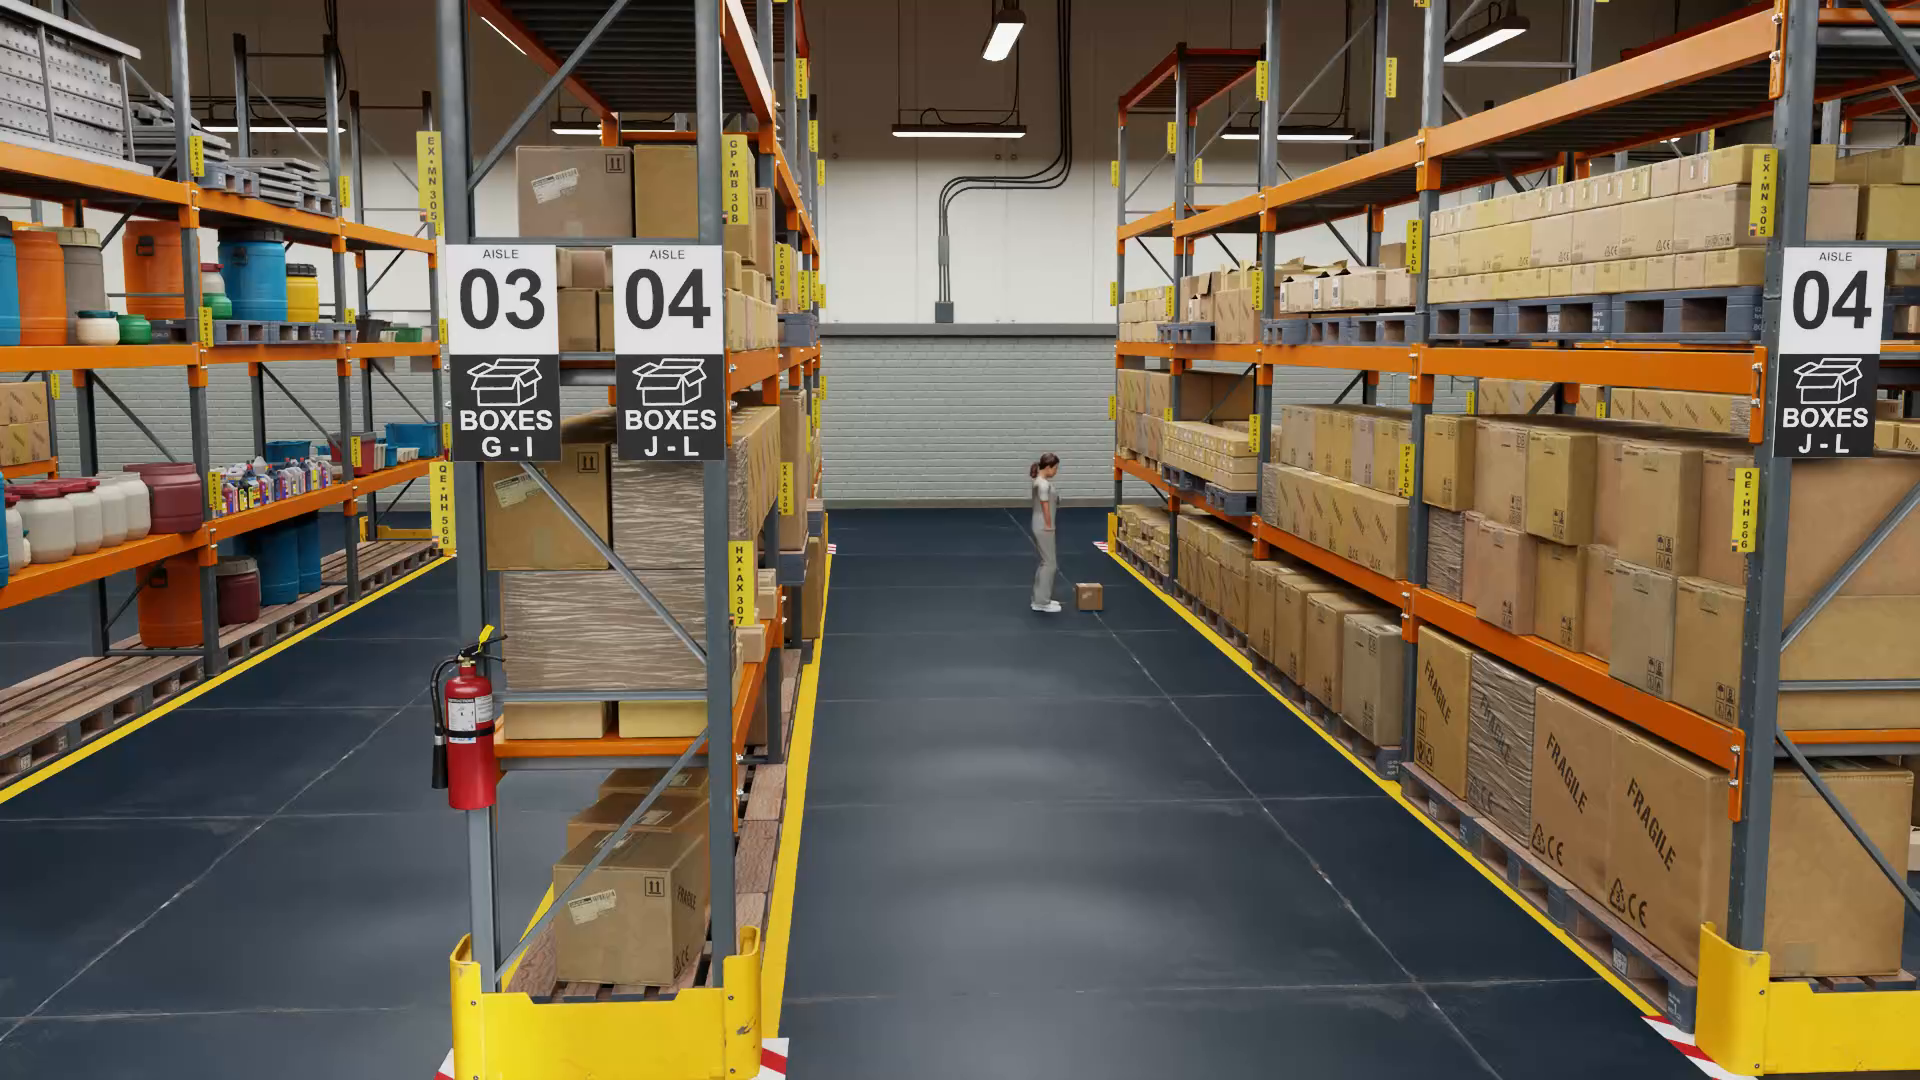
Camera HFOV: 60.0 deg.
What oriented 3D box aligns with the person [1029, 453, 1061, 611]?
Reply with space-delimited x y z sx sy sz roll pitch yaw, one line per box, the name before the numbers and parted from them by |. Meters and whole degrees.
person | 0.888 -0.093 17.597 0.352 1.666 0.447 0 7 -3
